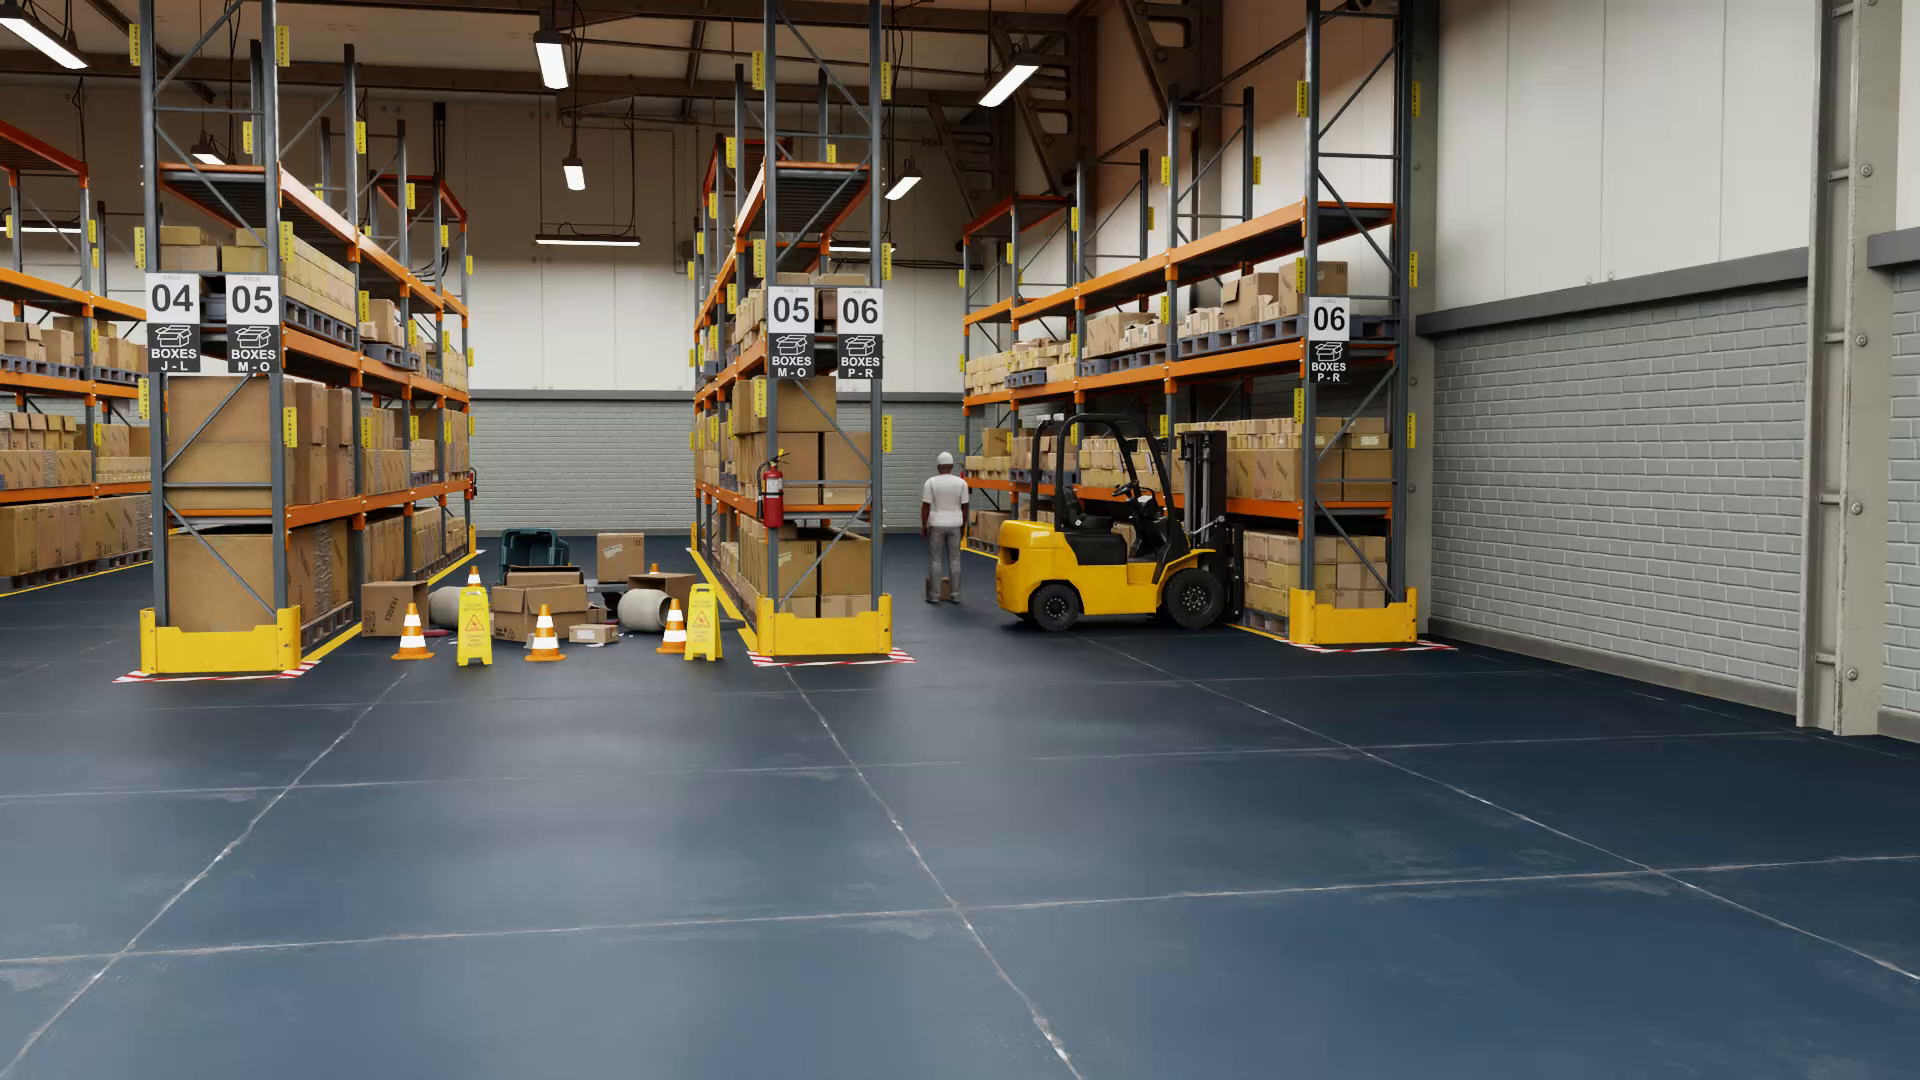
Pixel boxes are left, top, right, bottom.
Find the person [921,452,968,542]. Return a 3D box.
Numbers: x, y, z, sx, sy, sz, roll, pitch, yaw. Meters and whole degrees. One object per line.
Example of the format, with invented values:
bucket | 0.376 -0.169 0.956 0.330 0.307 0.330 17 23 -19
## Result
person | -0.183 -0.499 19.583 0.560 1.065 0.344 -1 3 -10
